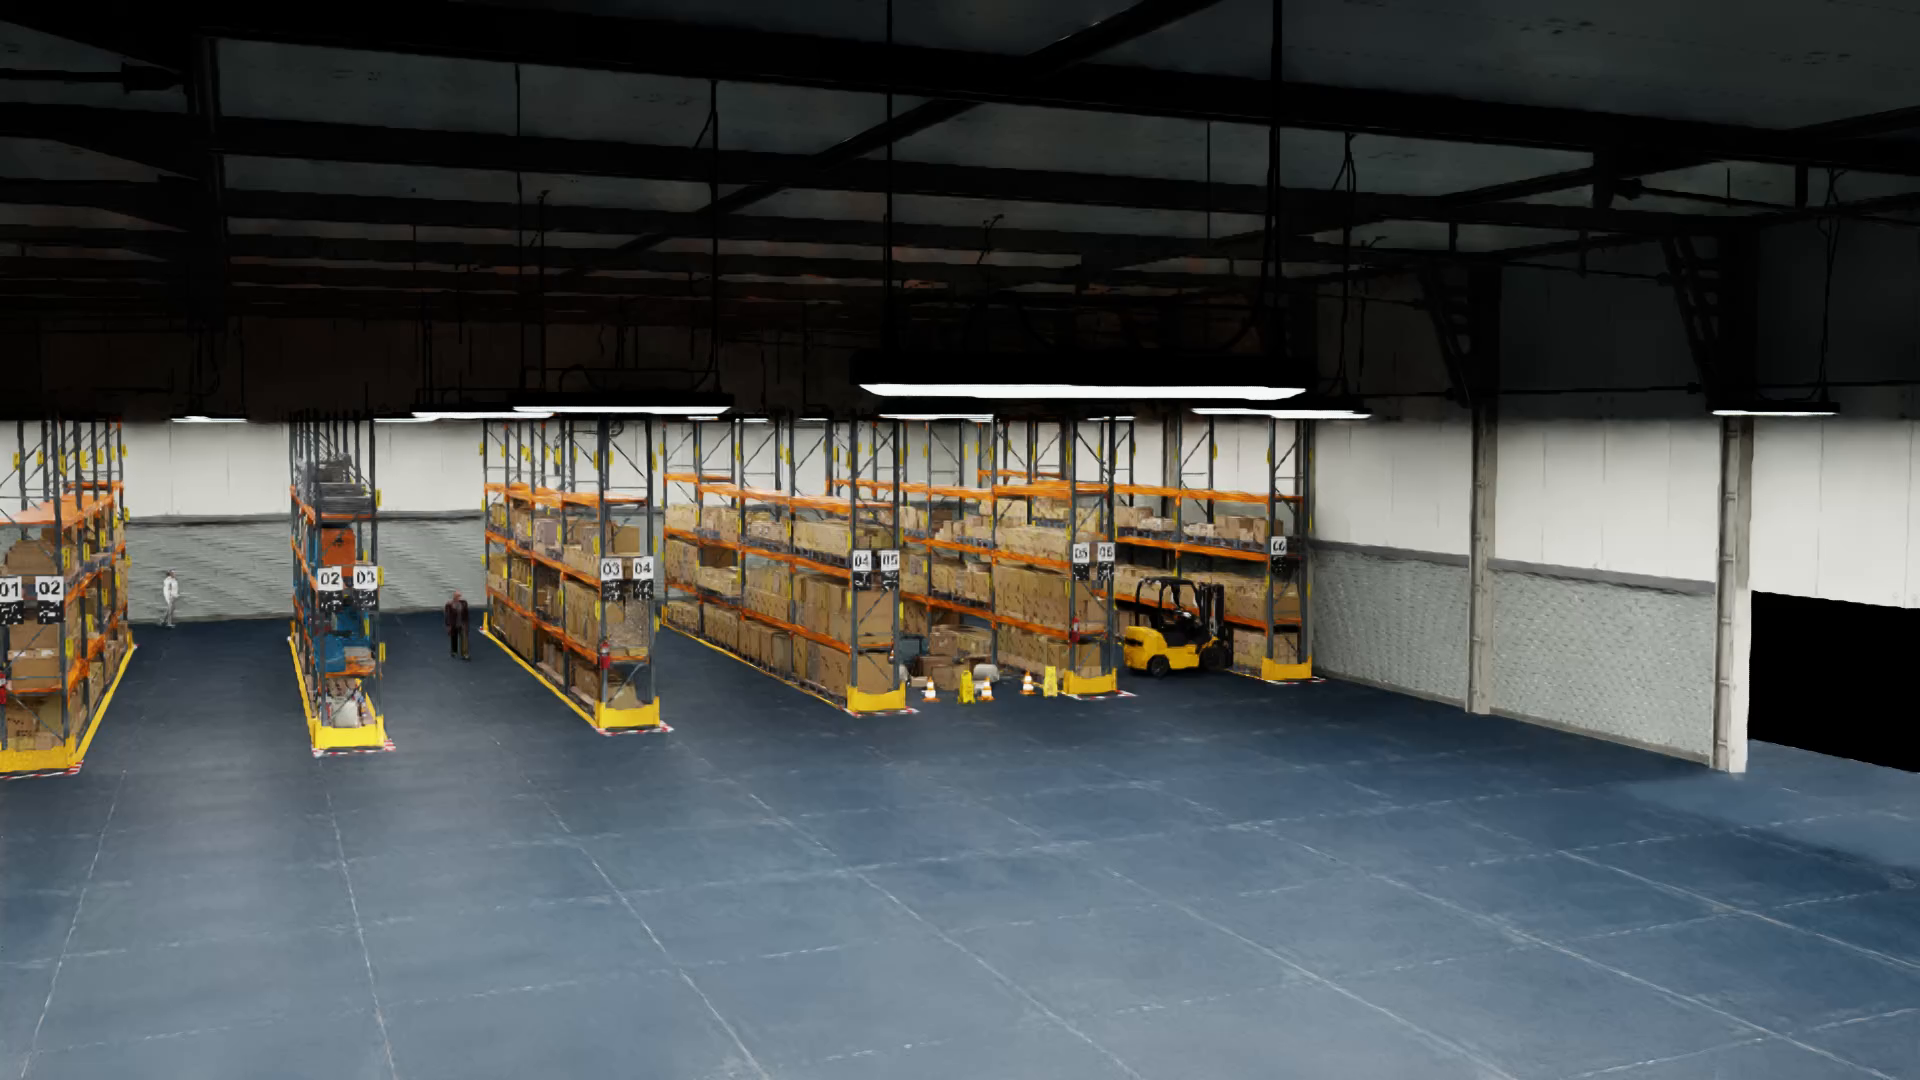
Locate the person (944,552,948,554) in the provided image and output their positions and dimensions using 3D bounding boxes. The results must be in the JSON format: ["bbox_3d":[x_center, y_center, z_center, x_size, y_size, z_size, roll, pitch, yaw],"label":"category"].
[{"bbox_3d":[-0.433,1.172,53.582,0.534,1.593,0.933,0,4,-3],"label":"person"}]

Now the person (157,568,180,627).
[{"bbox_3d":[-22.170,1.623,46.571,0.453,1.658,0.641,1,4,12],"label":"person"}]

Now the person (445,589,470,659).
[{"bbox_3d":[-12.192,2.029,40.362,0.598,1.698,1.193,-2,4,-21],"label":"person"}]
